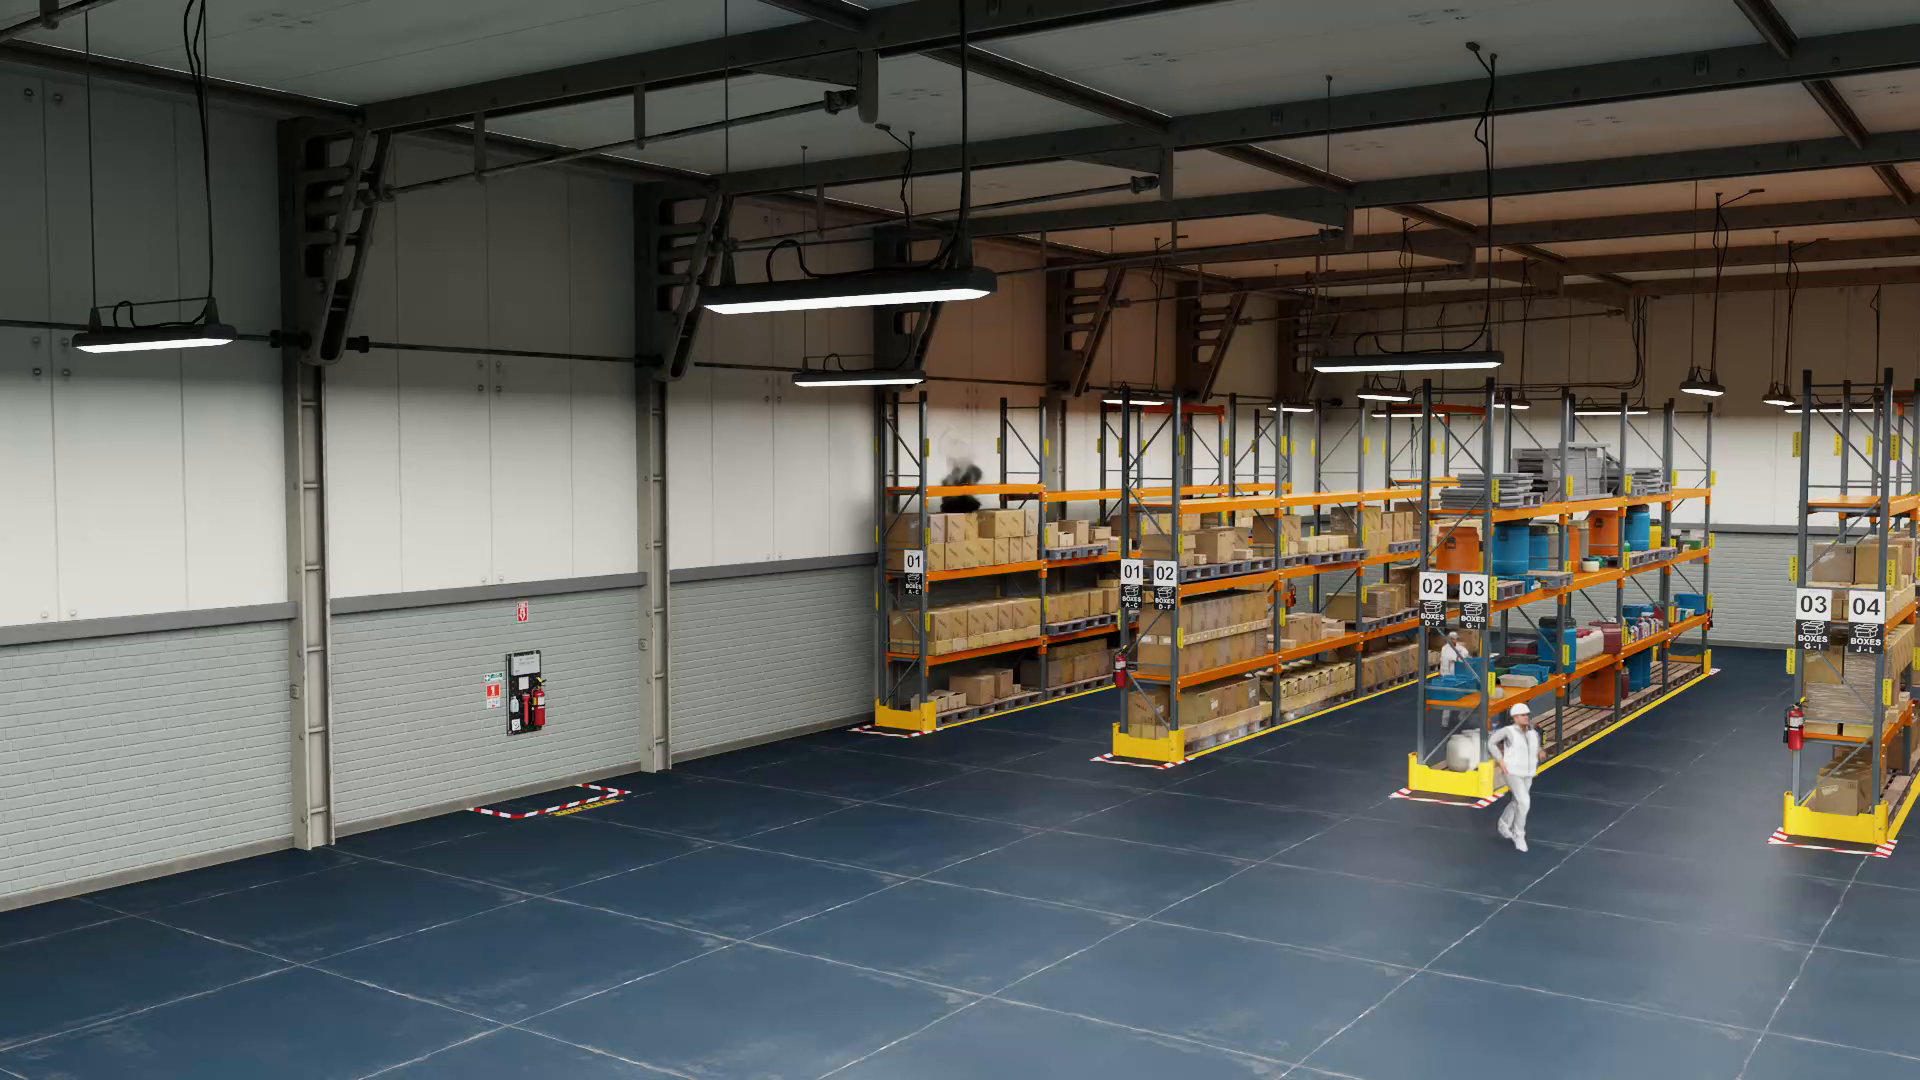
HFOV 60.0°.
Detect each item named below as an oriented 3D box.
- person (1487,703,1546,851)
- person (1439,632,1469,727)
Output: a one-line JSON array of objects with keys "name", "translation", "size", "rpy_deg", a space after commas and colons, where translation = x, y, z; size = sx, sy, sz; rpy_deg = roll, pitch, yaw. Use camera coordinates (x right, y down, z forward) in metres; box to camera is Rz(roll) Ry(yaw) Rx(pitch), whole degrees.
[{"name": "person", "translation": [7.022, 2.965, 20.904], "size": [0.624, 1.834, 0.779], "rpy_deg": [-1, 3, -24]}, {"name": "person", "translation": [8.920, 2.482, 30.017], "size": [0.599, 1.668, 0.937], "rpy_deg": [2, 4, 32]}]
